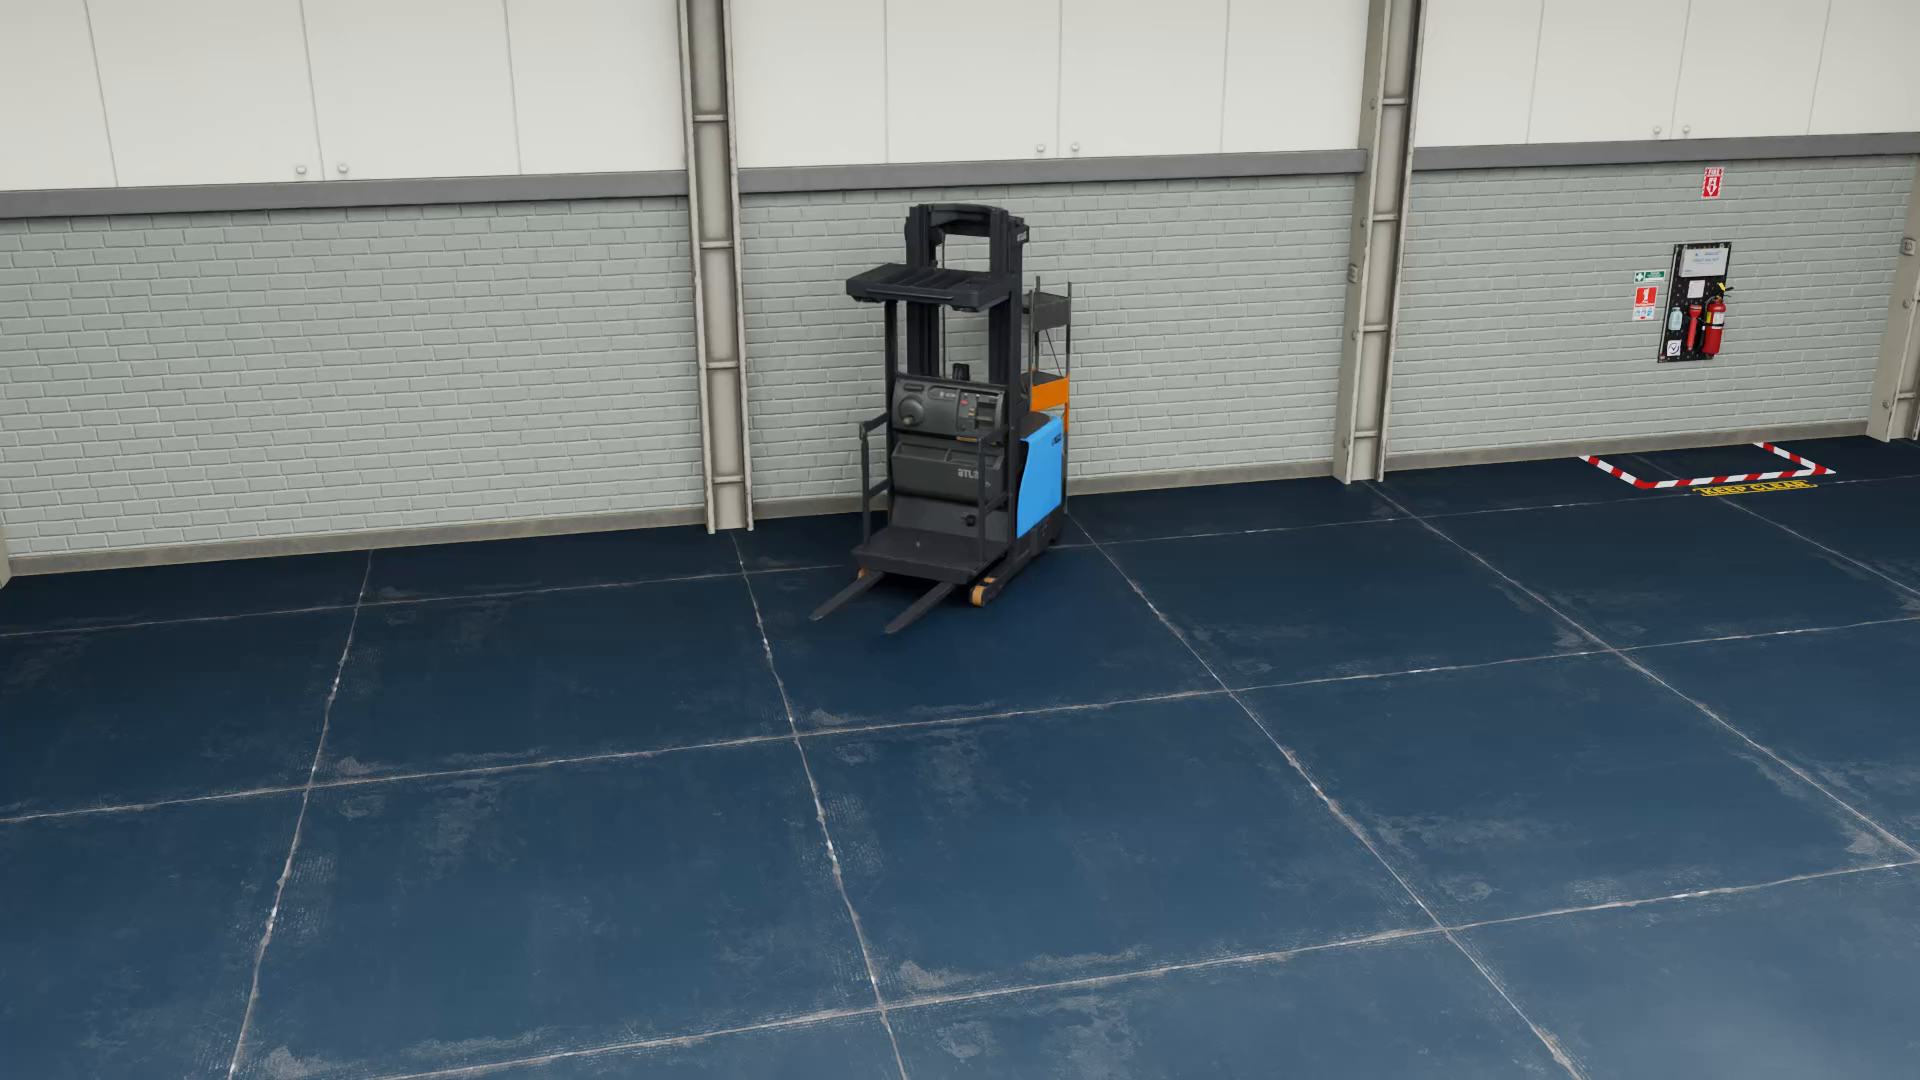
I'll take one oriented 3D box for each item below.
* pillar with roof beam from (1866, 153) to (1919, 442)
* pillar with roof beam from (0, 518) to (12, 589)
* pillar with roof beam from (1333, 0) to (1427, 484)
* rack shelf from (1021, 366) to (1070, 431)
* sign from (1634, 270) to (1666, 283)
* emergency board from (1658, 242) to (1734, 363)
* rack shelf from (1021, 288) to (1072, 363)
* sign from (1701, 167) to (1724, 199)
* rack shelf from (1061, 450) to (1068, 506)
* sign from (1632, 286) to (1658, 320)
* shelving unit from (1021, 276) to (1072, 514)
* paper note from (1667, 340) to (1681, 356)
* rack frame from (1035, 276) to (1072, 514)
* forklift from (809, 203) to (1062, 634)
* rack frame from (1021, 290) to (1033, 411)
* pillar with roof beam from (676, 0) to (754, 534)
[{"bbox_3d":[10.638,-3.857,11.761,0.400,9.000,9.100,-5,21,-12],"label":"pillar with roof beam"},{"bbox_3d":[-6.879,-2.432,7.872,0.400,9.000,9.100,-5,21,-12],"label":"pillar with roof beam"},{"bbox_3d":[4.799,-3.382,10.464,0.400,9.000,9.100,-5,21,-12],"label":"pillar with roof beam"},{"bbox_3d":[0.640,-1.198,14.573,0.431,0.518,0.480,19,27,41],"label":"rack shelf"},{"bbox_3d":[6.679,-2.552,16.098,0.331,0.109,0.001,-5,21,-12],"label":"sign"},{"bbox_3d":[7.234,-2.298,16.228,0.643,1.169,0.194,-5,21,-12],"label":"emergency board"},{"bbox_3d":[0.640,-1.856,14.332,0.431,0.518,0.480,19,27,41],"label":"rack shelf"},{"bbox_3d":[7.203,-3.419,15.918,0.199,0.298,0.001,-5,21,-12],"label":"sign"},{"bbox_3d":[0.640,-0.541,14.814,0.431,0.518,0.480,19,27,41],"label":"rack shelf"},{"bbox_3d":[6.672,-2.306,16.196,0.234,0.329,0.001,-5,21,-12],"label":"sign"},{"bbox_3d":[0.640,-1.211,14.568,0.431,2.100,0.503,19,27,41],"label":"shelving unit"},{"bbox_3d":[7.046,-1.894,16.404,0.142,0.148,0.016,-5,21,-12],"label":"paper note"},{"bbox_3d":[0.812,-1.271,14.730,0.400,2.100,0.015,19,27,41],"label":"rack frame"},{"bbox_3d":[-0.180,-1.025,12.852,1.130,2.935,3.031,9,22,22],"label":"forklift"},{"bbox_3d":[0.468,-1.152,14.406,0.400,2.100,0.015,19,27,41],"label":"rack frame"},{"bbox_3d":[-1.040,-2.907,9.168,0.400,9.000,9.100,-5,21,-12],"label":"pillar with roof beam"}]
